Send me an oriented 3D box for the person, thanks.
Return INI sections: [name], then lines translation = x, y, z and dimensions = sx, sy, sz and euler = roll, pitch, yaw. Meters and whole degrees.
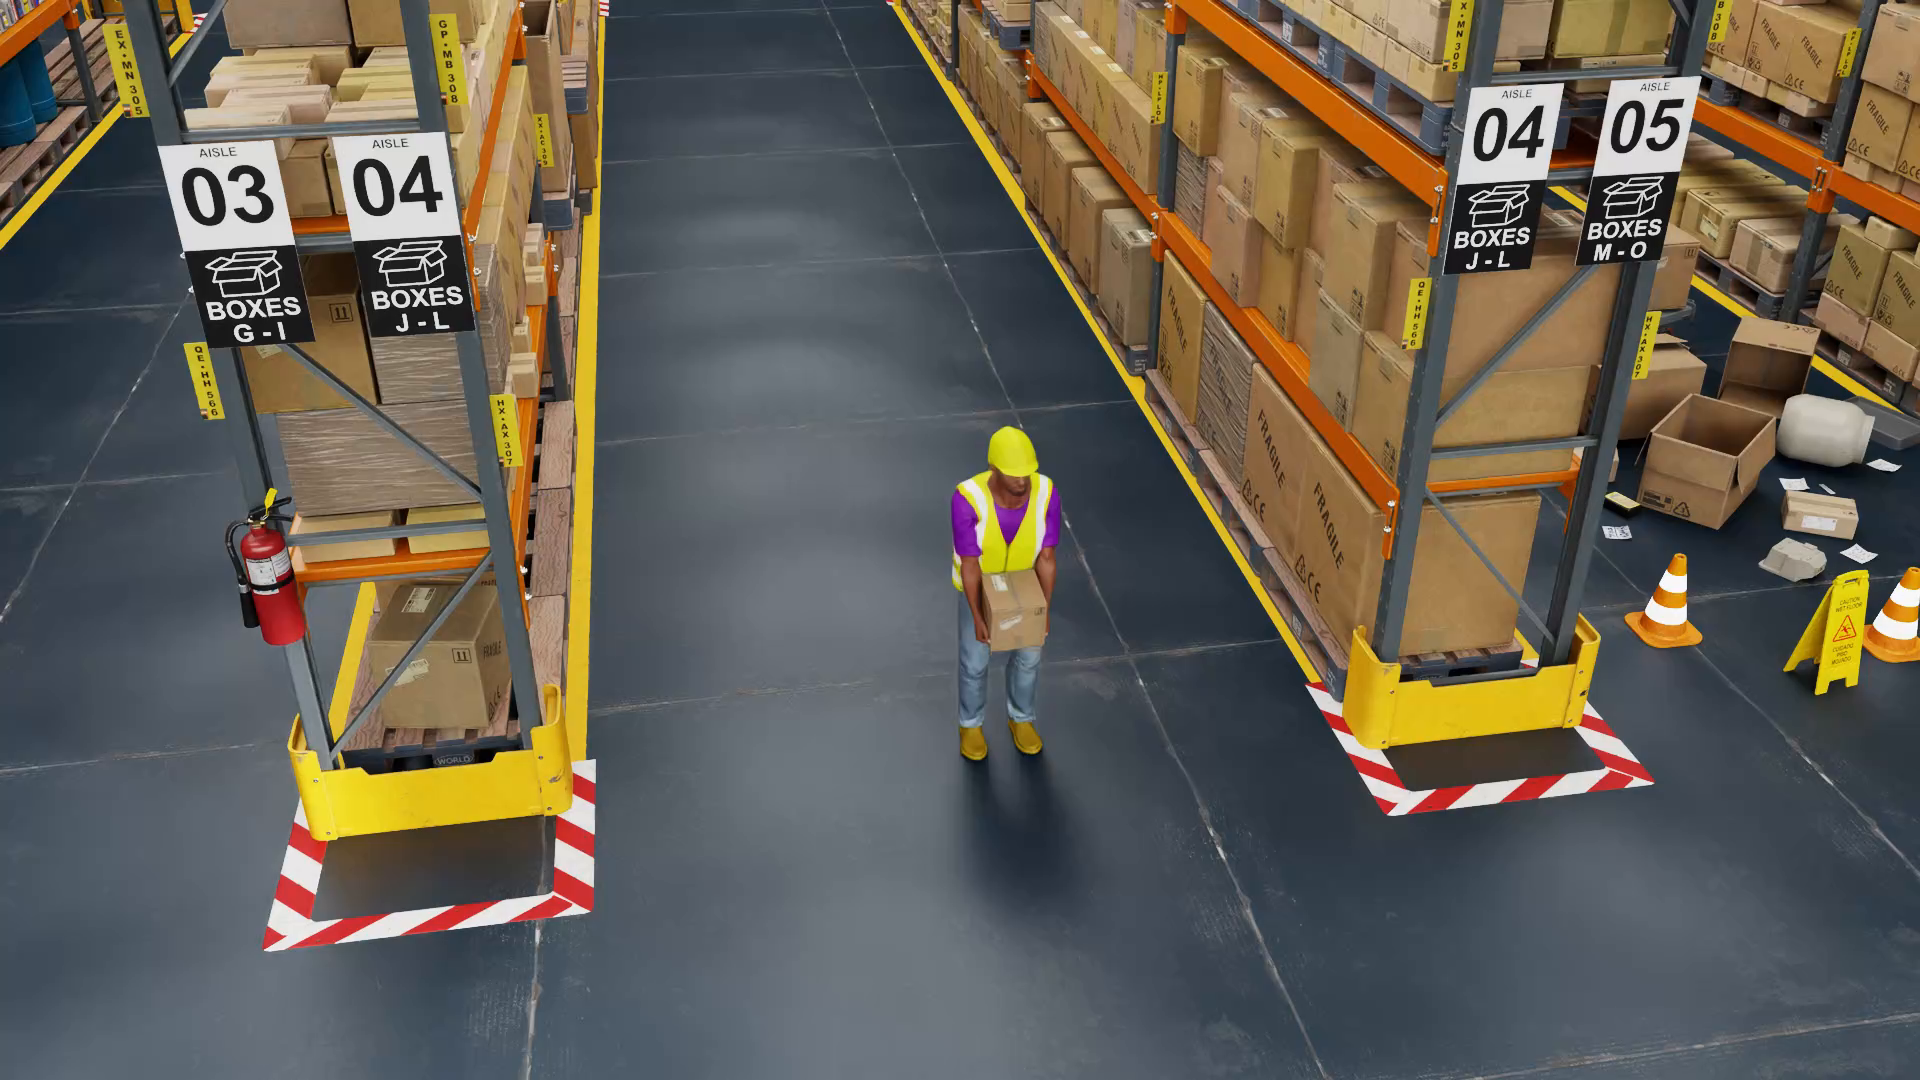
[person]
translation = 0.217, 0.265, 7.676
dimensions = 0.503, 1.752, 0.586
euler = -6, 31, -10
